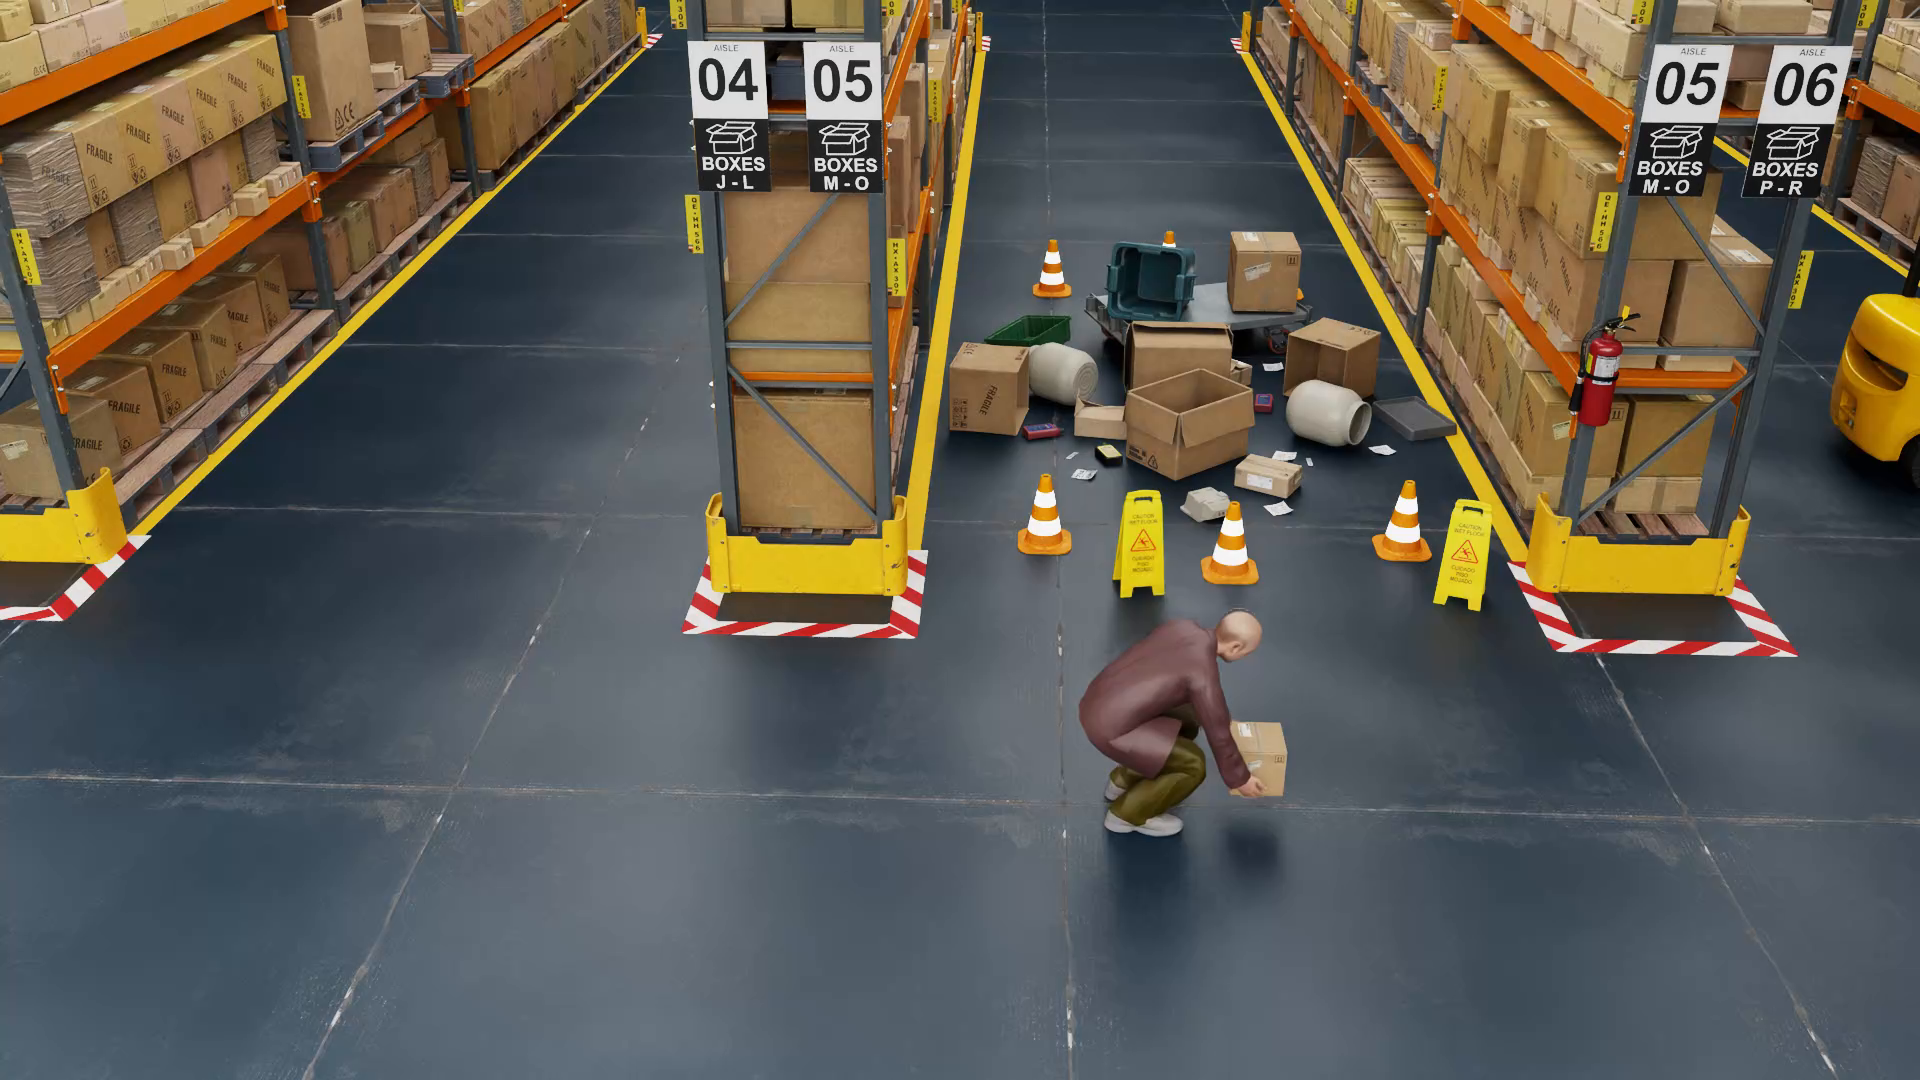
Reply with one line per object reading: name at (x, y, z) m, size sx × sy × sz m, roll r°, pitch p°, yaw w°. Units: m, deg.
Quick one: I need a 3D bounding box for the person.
person at (0.954, 0.870, 7.827) m, size 0.804 × 0.987 × 0.612 m, roll 1°, pitch 28°, yaw 2°
